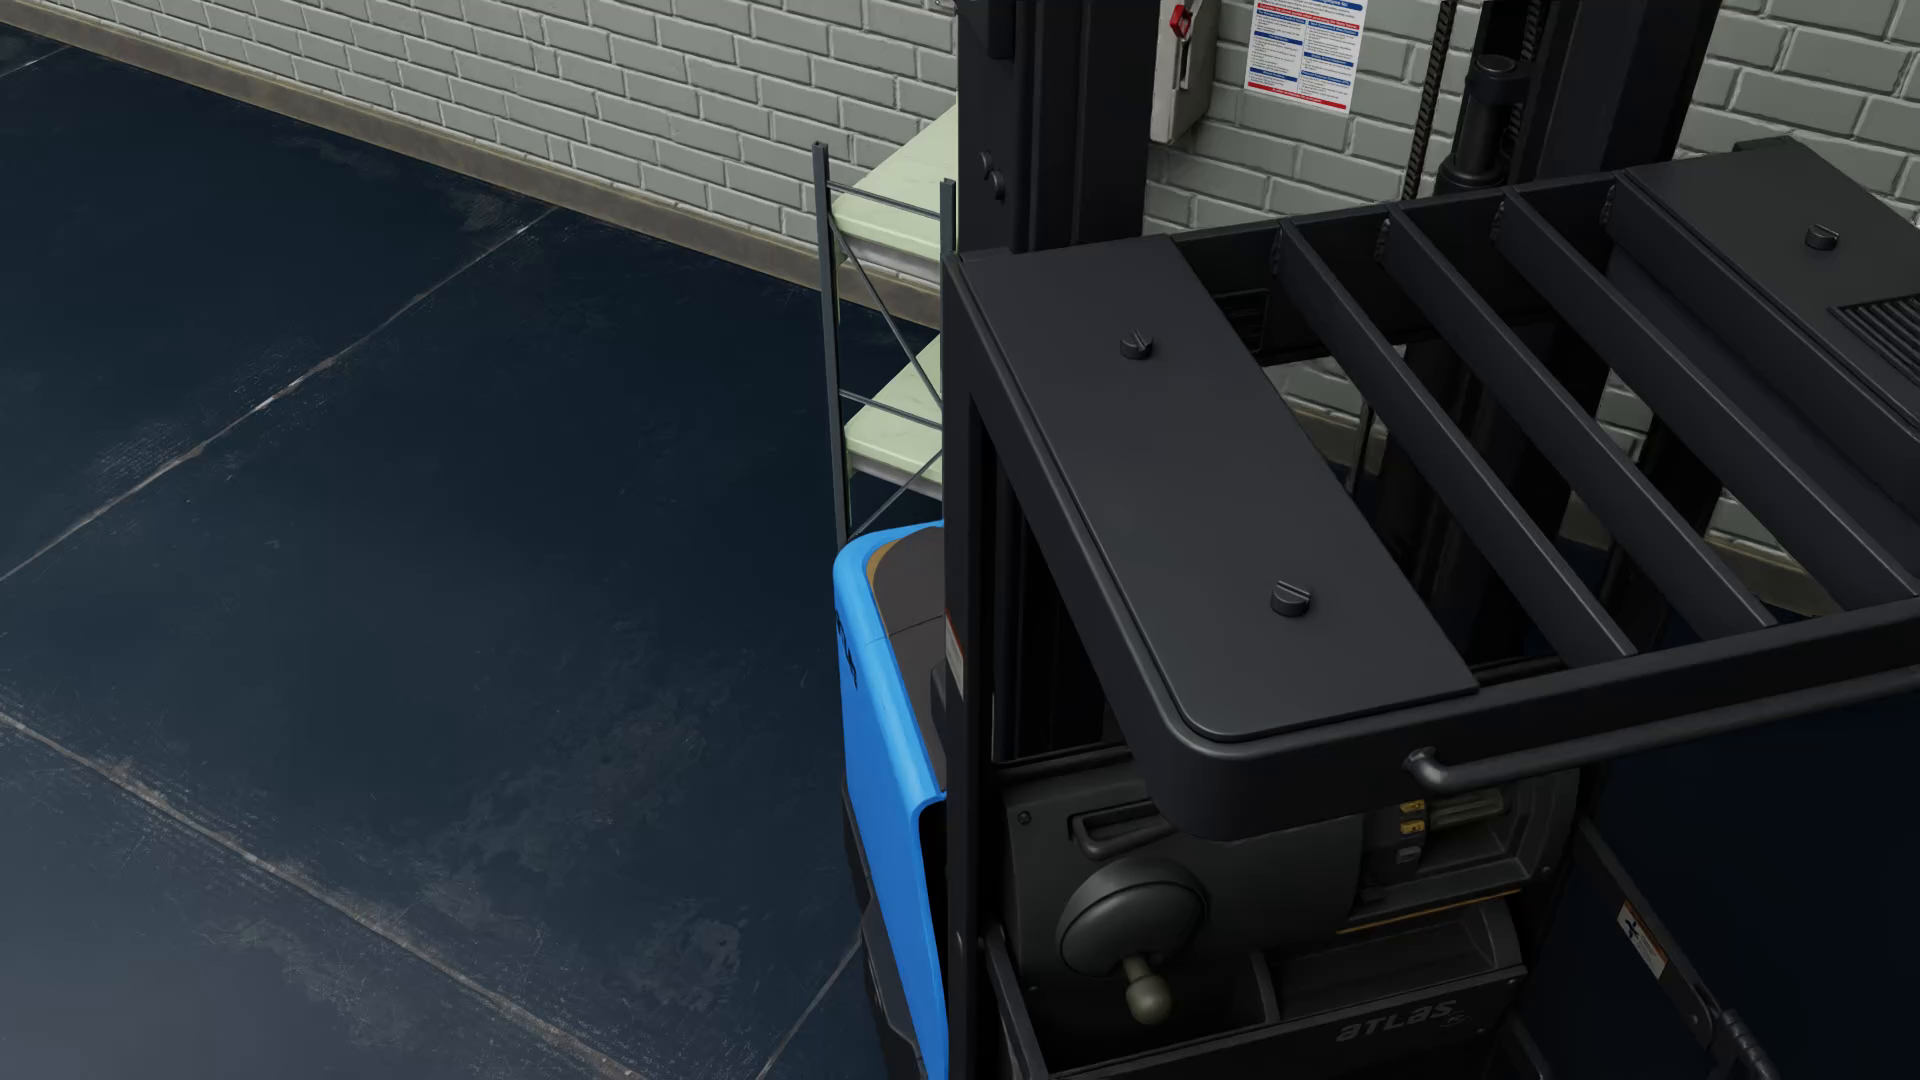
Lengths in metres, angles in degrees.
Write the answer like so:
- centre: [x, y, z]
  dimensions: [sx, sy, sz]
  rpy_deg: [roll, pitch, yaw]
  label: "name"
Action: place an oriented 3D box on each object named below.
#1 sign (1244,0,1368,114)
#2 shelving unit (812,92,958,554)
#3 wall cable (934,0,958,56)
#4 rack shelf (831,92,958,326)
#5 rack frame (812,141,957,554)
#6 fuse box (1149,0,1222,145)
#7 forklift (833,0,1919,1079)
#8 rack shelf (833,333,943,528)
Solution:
- centre: [0.987, -1.476, 4.729]
  dimensions: [0.329, 0.494, 0.001]
  rpy_deg: [21, 45, 22]
  label: "sign"
- centre: [-0.003, -0.559, 4.750]
  dimensions: [0.431, 1.500, 0.755]
  rpy_deg: [21, 45, 22]
  label: "shelving unit"
- centre: [-0.056, -2.254, 4.771]
  dimensions: [0.588, 1.984, 0.122]
  rpy_deg: [21, 45, 22]
  label: "wall cable"
- centre: [-0.003, -0.852, 4.492]
  dimensions: [0.431, 0.370, 0.720]
  rpy_deg: [21, 45, 22]
  label: "rack shelf"
- centre: [-0.186, -0.350, 4.512]
  dimensions: [0.400, 1.500, 0.023]
  rpy_deg: [21, 45, 22]
  label: "rack frame"
- centre: [0.456, -1.073, 5.174]
  dimensions: [0.539, 1.711, 0.414]
  rpy_deg: [21, 45, 22]
  label: "fuse box"
- centre: [0.582, 0.558, 2.399]
  dimensions: [1.130, 2.935, 3.031]
  rpy_deg: [-10, 42, -11]
  label: "forklift"
- centre: [-0.003, -0.314, 4.965]
  dimensions: [0.431, 0.370, 0.720]
  rpy_deg: [21, 45, 22]
  label: "rack shelf"
